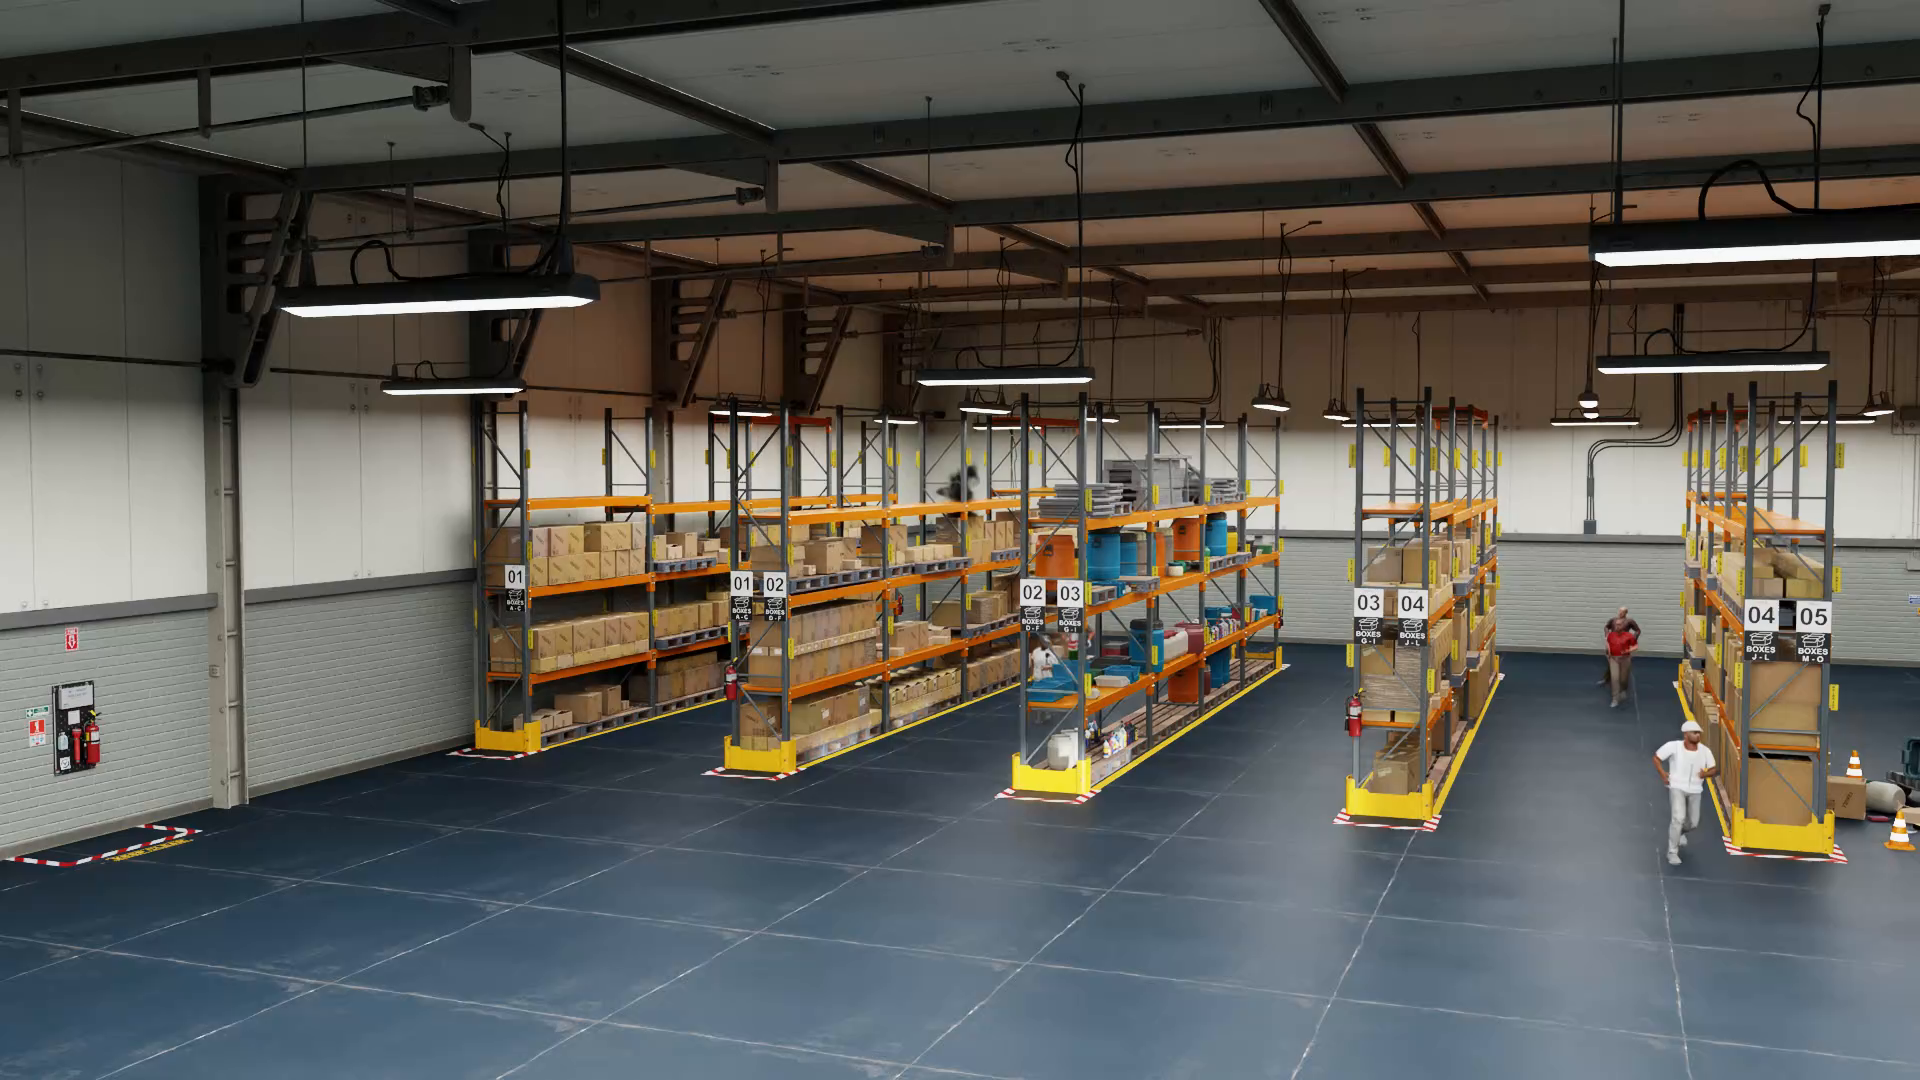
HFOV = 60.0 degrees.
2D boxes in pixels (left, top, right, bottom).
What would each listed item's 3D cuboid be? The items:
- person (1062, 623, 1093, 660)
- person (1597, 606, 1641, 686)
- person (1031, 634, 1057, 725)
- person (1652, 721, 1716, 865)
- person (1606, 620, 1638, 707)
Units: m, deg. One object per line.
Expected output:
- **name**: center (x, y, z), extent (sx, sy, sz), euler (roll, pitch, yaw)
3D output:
- **person**: center (2.496, 2.361, 35.463), extent (0.656, 1.786, 0.987), euler (0, 3, 10)
- **person**: center (14.505, 2.330, 36.627), extent (1.047, 1.744, 0.768), euler (-2, 3, -37)
- **person**: center (1.576, 2.636, 31.441), extent (0.536, 1.726, 0.788), euler (1, 3, 11)
- **person**: center (9.135, 3.141, 20.894), extent (0.729, 1.730, 0.889), euler (0, 3, 2)
- **person**: center (13.476, 2.503, 33.902), extent (0.651, 1.739, 0.835), euler (2, 3, 33)
